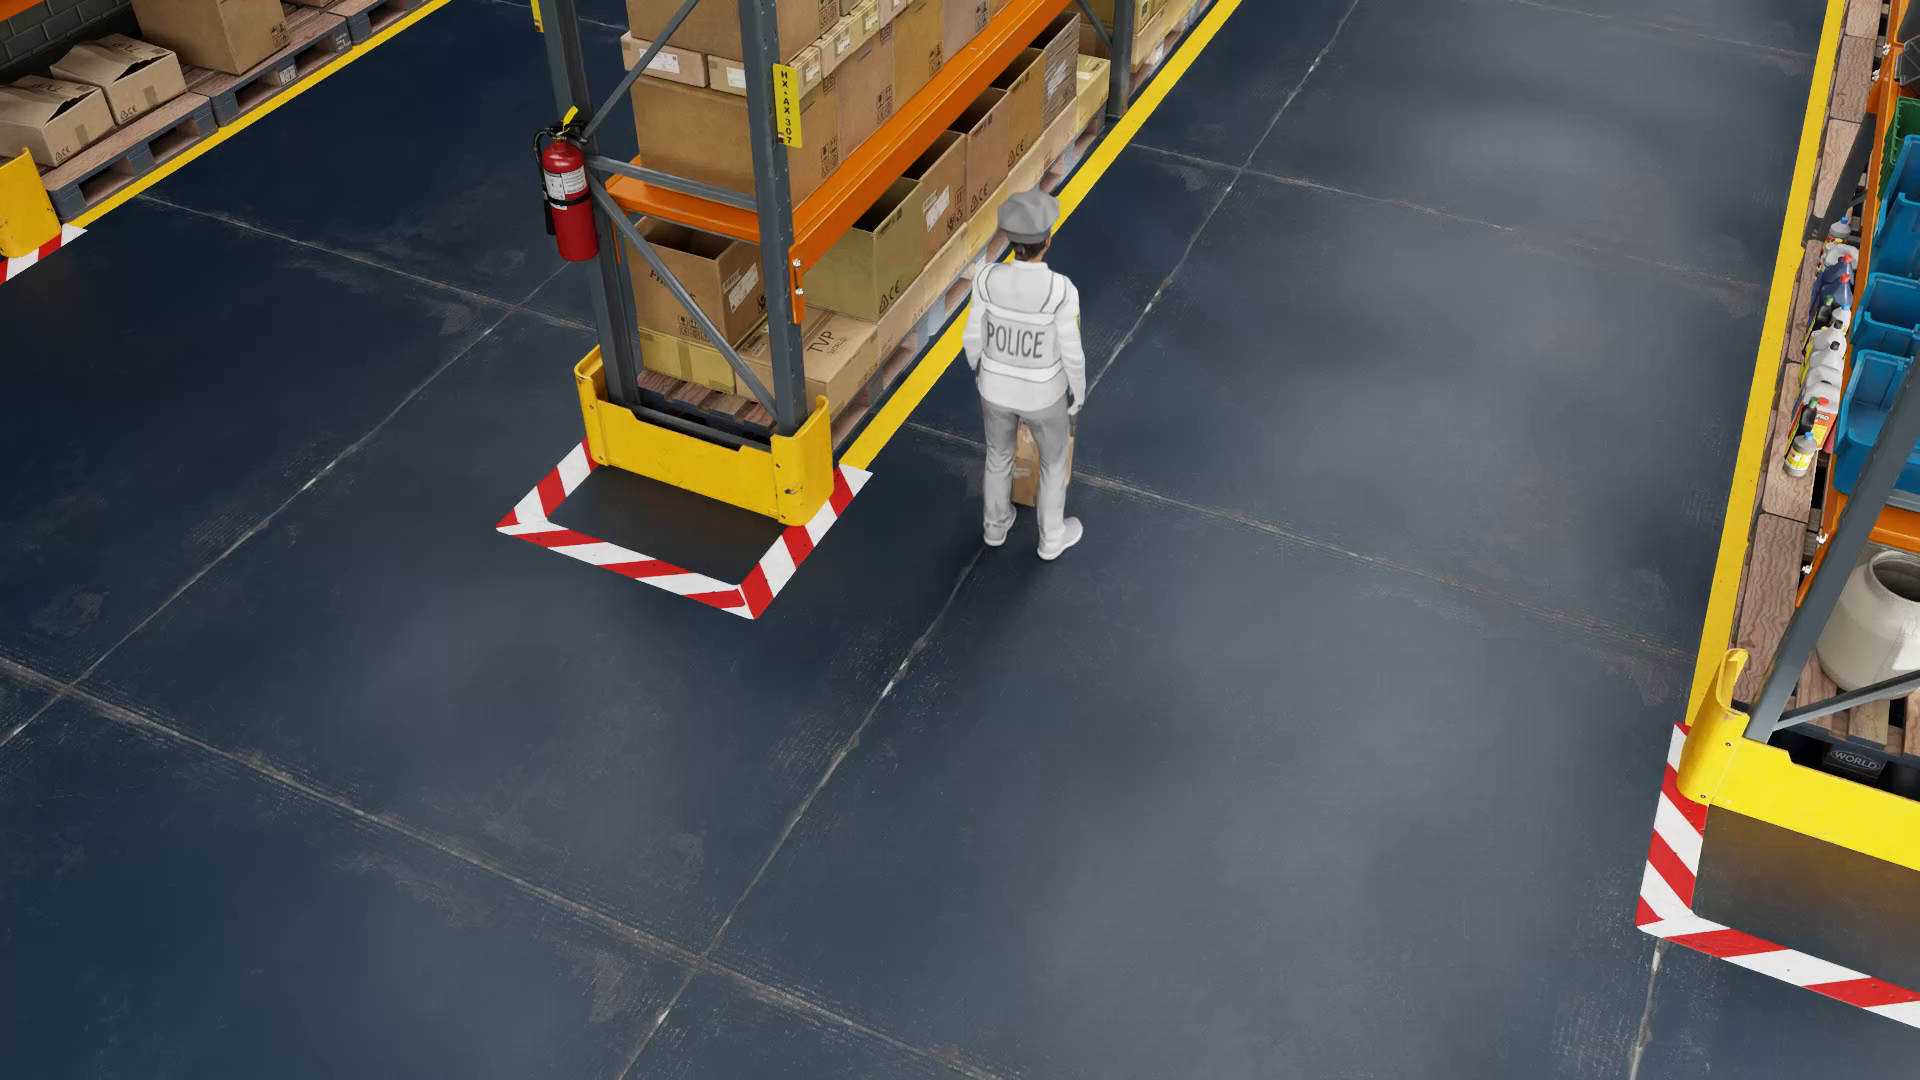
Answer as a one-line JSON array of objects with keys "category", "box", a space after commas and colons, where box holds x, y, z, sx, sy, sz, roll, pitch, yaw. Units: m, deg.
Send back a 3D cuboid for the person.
[{"category": "person", "box": [0.265, -0.628, 6.850, 0.522, 1.662, 0.371, 14, 44, 15]}]
